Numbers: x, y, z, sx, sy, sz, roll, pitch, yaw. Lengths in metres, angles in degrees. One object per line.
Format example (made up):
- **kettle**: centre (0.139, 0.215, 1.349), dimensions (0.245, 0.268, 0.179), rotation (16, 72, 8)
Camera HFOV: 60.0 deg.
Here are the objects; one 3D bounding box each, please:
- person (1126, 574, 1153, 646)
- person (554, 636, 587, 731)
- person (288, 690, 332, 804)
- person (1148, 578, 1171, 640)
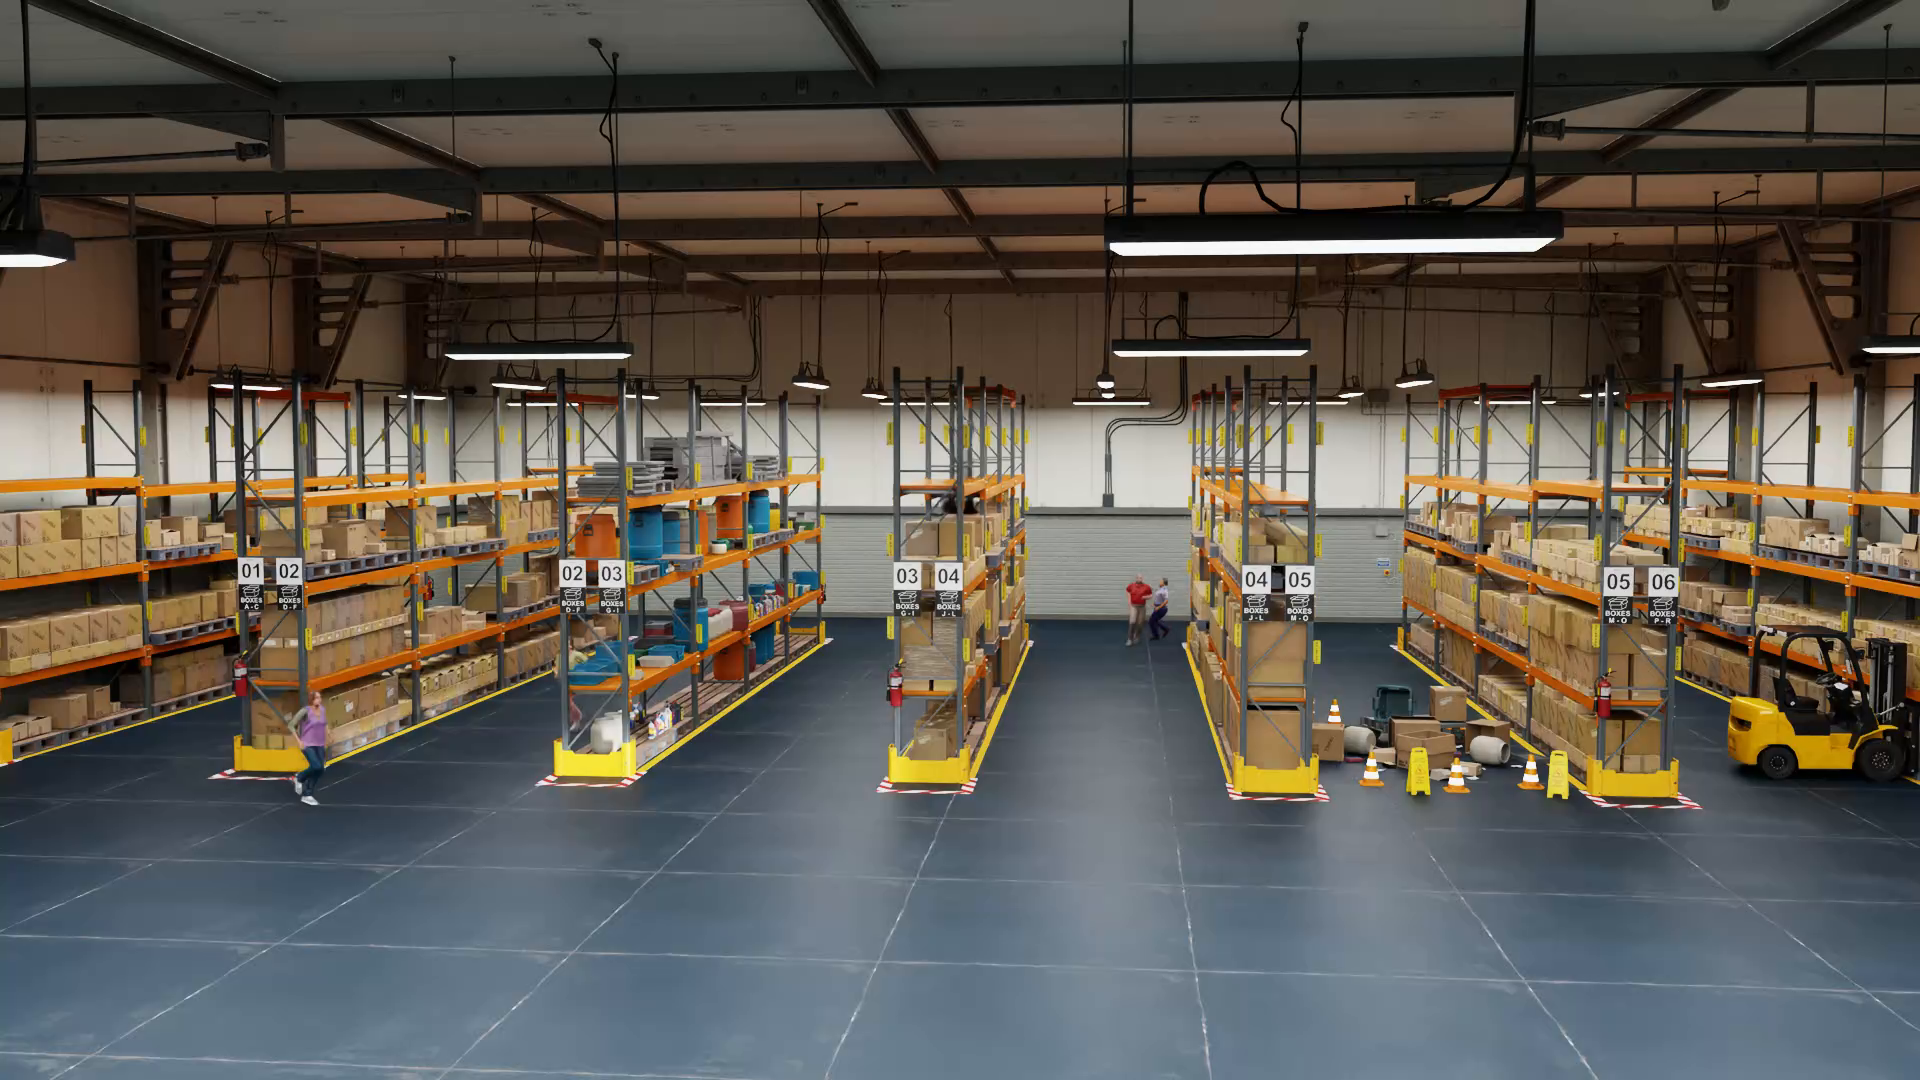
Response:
- **person**: centre (4.300, 1.686, 39.898), dimensions (0.653, 1.774, 0.741), rotation (0, 4, 7)
- **person**: centre (-6.596, 2.434, 28.067), dimensions (0.552, 1.623, 0.680), rotation (1, 4, 18)
- **person**: centre (-8.814, 2.825, 22.692), dimensions (0.478, 1.552, 0.549), rotation (2, 4, 26)
- **person**: centre (4.876, 1.694, 40.663), dimensions (0.549, 1.567, 0.673), rotation (1, 4, 8)
